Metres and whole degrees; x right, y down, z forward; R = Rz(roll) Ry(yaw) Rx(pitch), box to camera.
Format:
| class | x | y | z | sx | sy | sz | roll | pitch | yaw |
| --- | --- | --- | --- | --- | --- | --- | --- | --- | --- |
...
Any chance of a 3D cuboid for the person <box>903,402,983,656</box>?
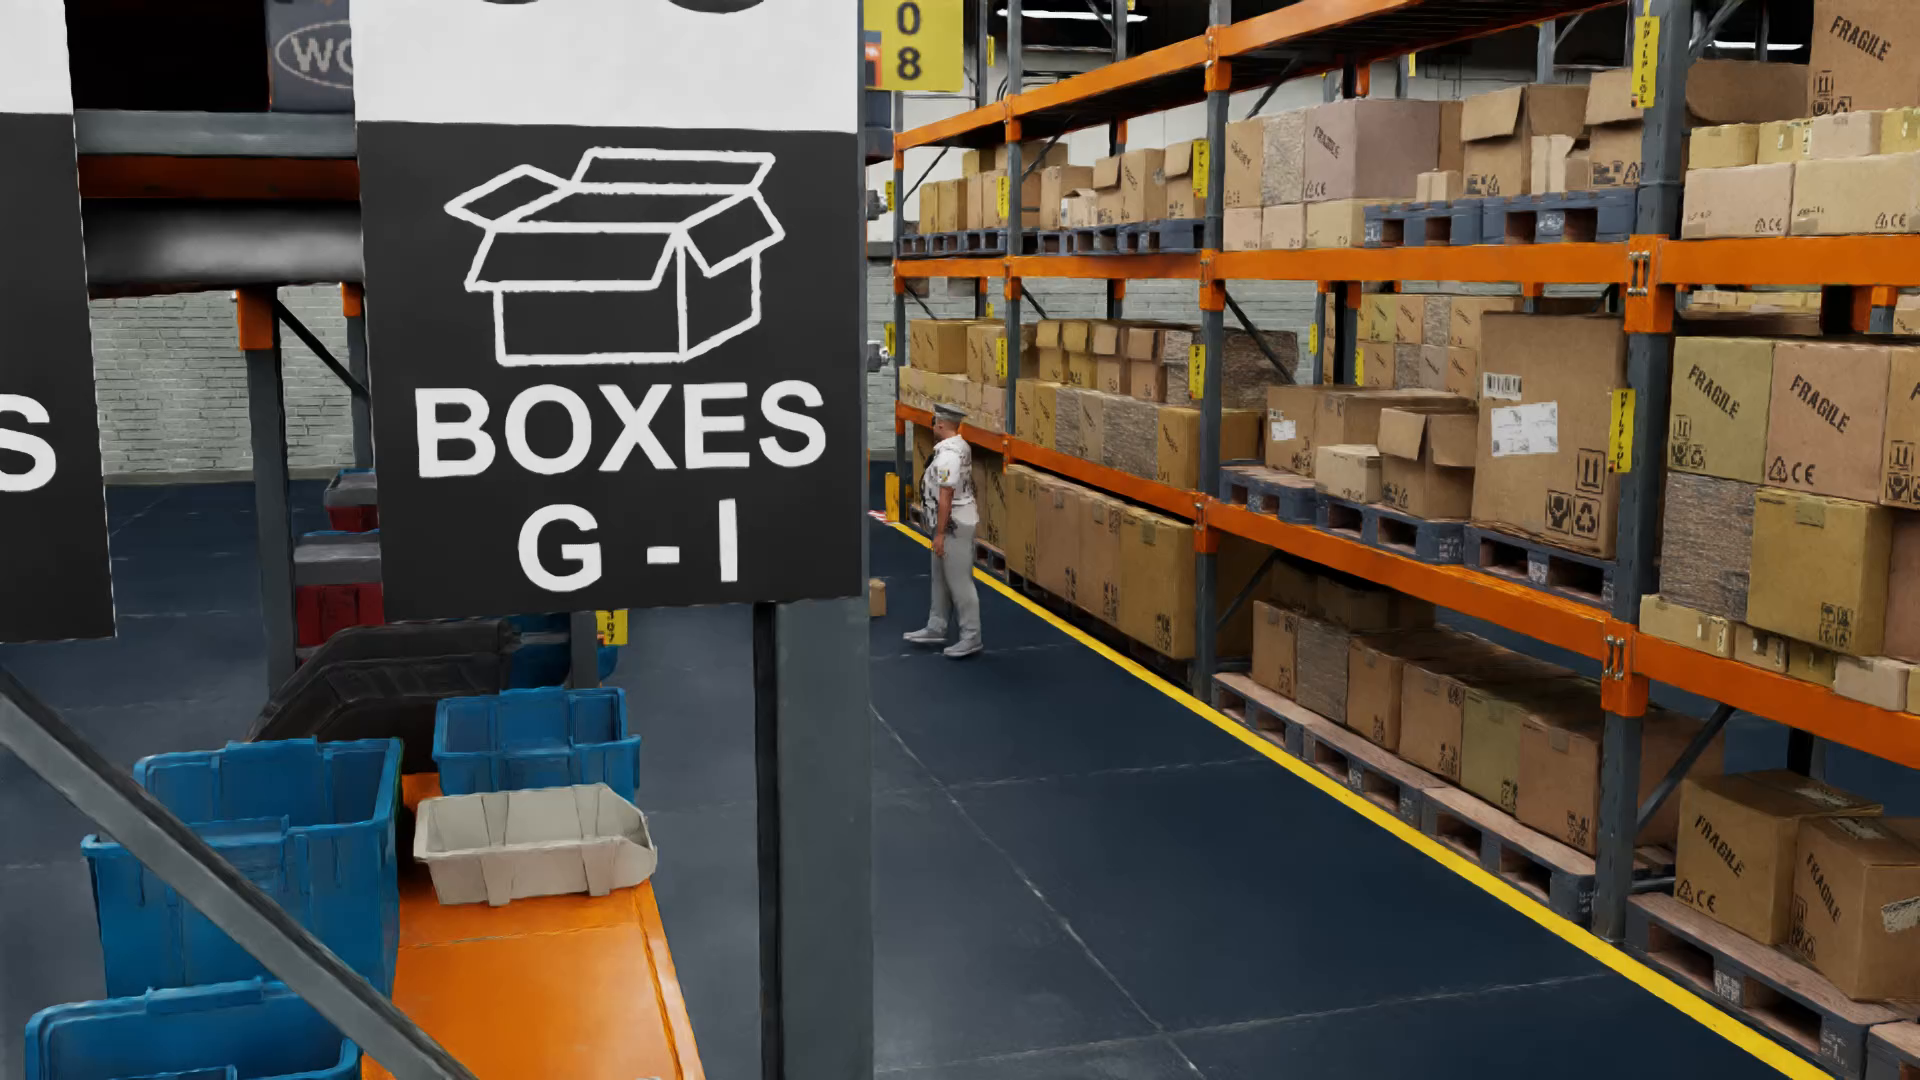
| class | x | y | z | sx | sy | sz | roll | pitch | yaw |
| --- | --- | --- | --- | --- | --- | --- | --- | --- | --- |
| person | -0.125 | -0.098 | 11.804 | 0.587 | 1.753 | 0.653 | 0 | 9 | 3 |
